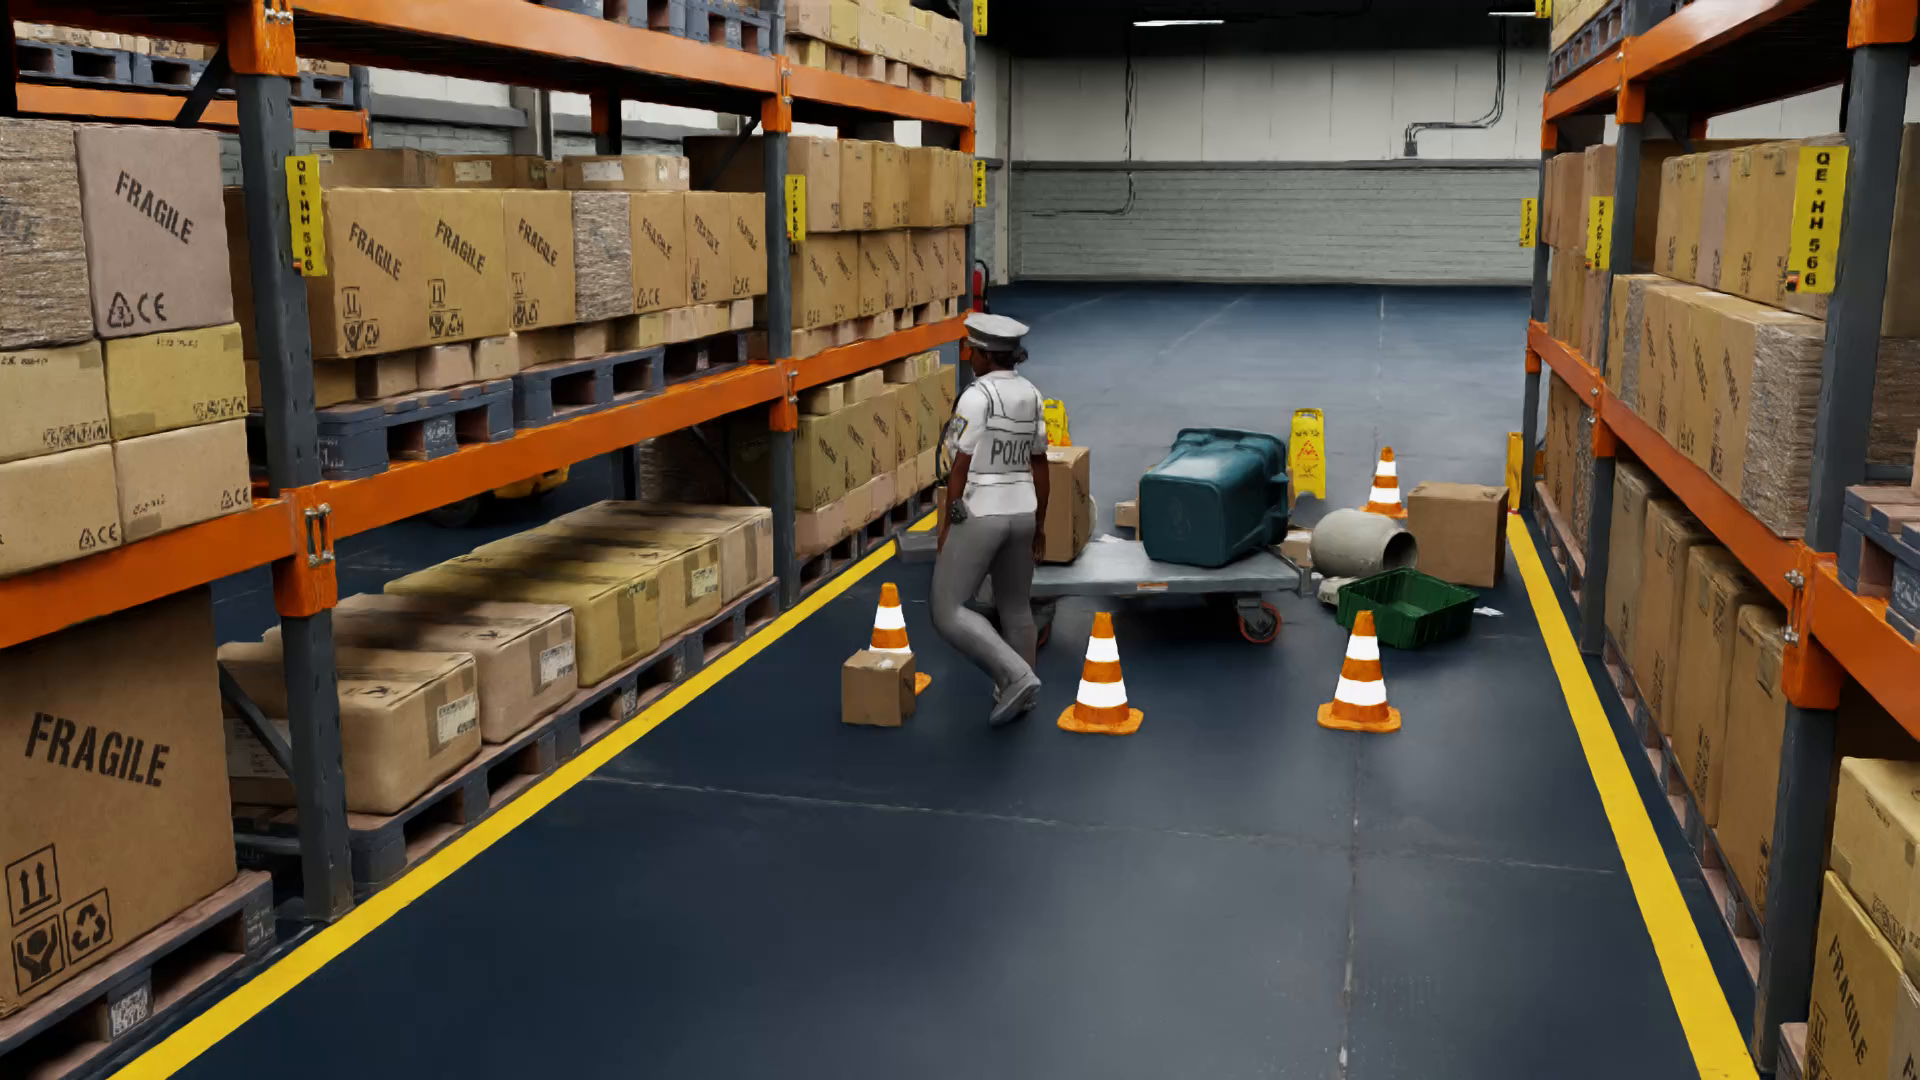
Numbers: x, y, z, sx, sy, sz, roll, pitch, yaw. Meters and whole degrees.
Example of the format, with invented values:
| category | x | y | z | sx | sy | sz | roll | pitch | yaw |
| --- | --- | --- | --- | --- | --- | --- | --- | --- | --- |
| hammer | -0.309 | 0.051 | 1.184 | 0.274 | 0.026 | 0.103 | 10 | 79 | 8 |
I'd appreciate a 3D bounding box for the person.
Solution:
| category | x | y | z | sx | sy | sz | roll | pitch | yaw |
| --- | --- | --- | --- | --- | --- | --- | --- | --- | --- |
| person | 0.194 | -0.068 | 6.671 | 0.565 | 1.670 | 0.611 | 10 | 15 | 41 |
